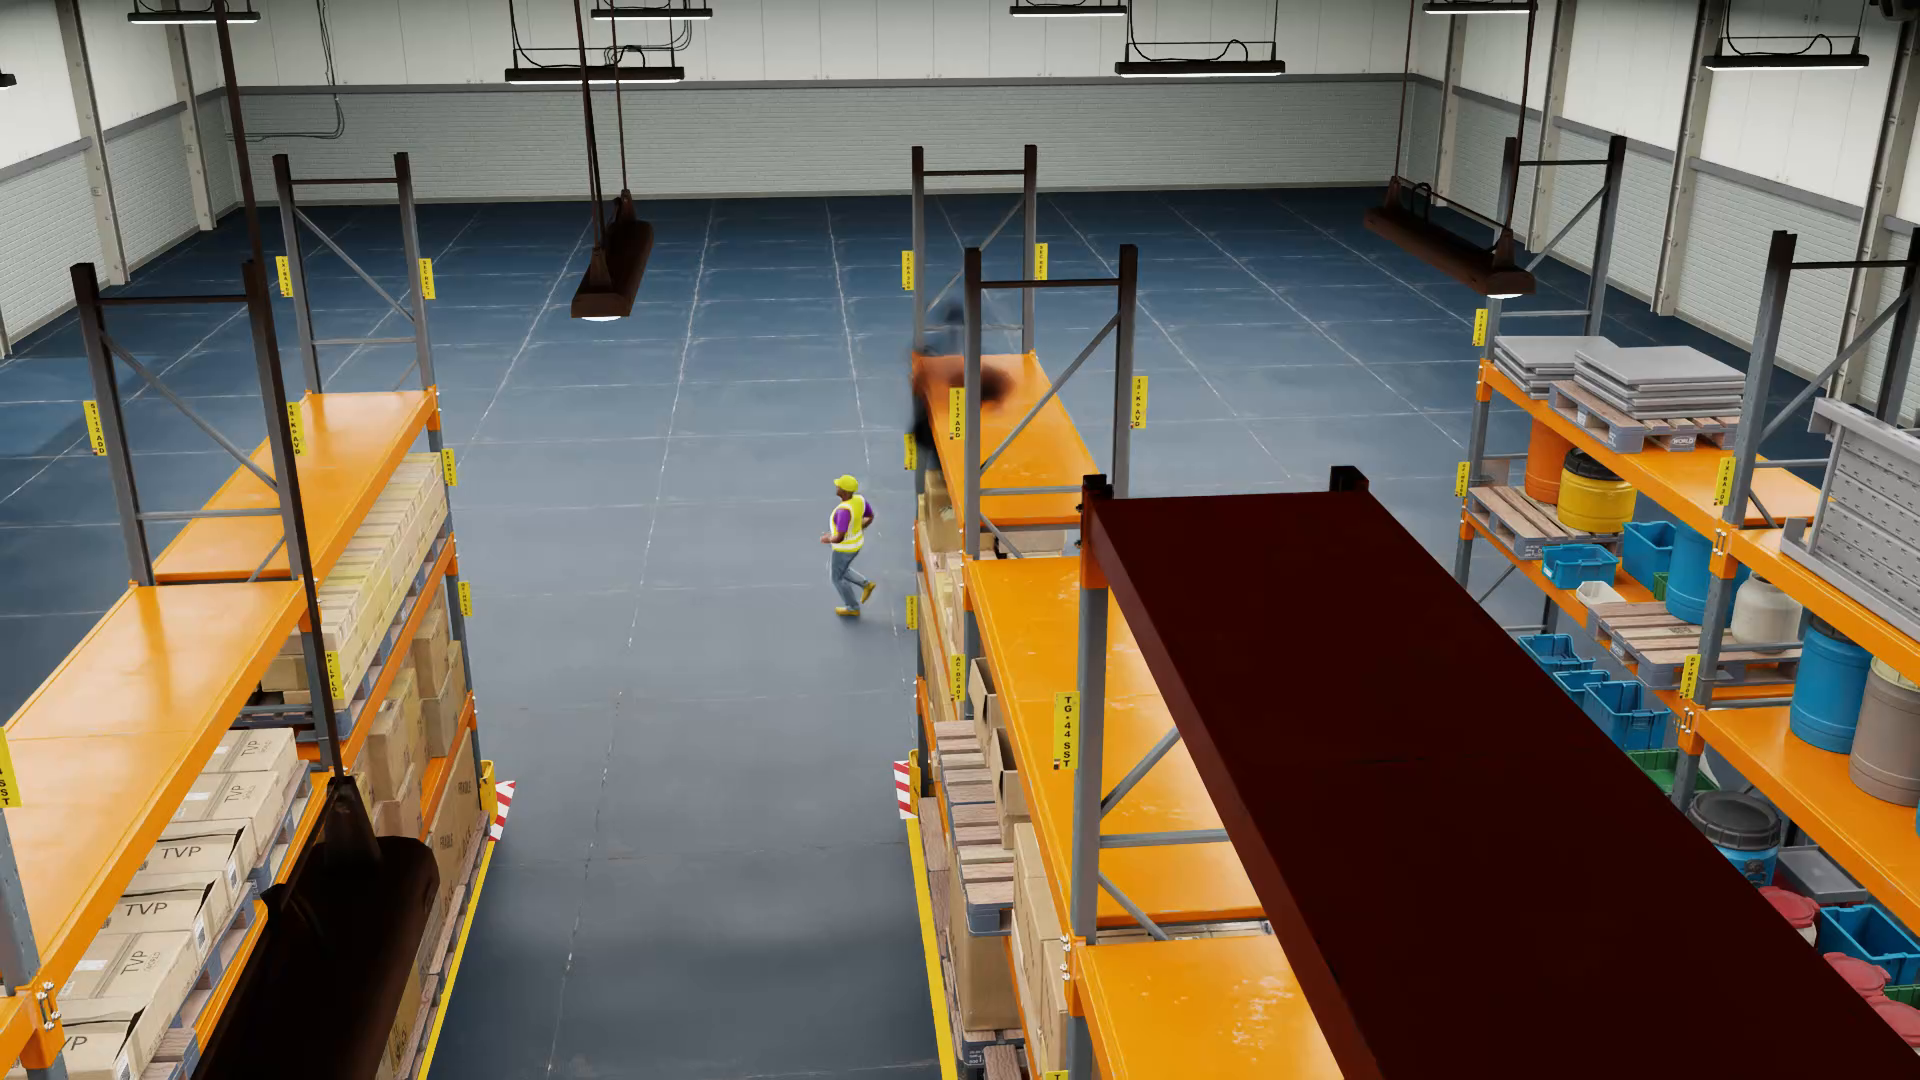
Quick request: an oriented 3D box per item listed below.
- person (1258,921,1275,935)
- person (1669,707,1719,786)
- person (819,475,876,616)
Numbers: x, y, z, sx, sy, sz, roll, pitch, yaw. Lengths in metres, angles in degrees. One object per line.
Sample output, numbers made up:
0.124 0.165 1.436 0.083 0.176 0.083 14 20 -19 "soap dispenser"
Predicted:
1.965 2.993 11.837 0.611 1.649 0.531 -3 22 -9 "person"
6.783 1.593 15.402 0.620 1.674 0.883 -6 22 -14 "person"
-1.299 0.062 19.161 0.583 1.717 0.703 8 23 19 "person"
